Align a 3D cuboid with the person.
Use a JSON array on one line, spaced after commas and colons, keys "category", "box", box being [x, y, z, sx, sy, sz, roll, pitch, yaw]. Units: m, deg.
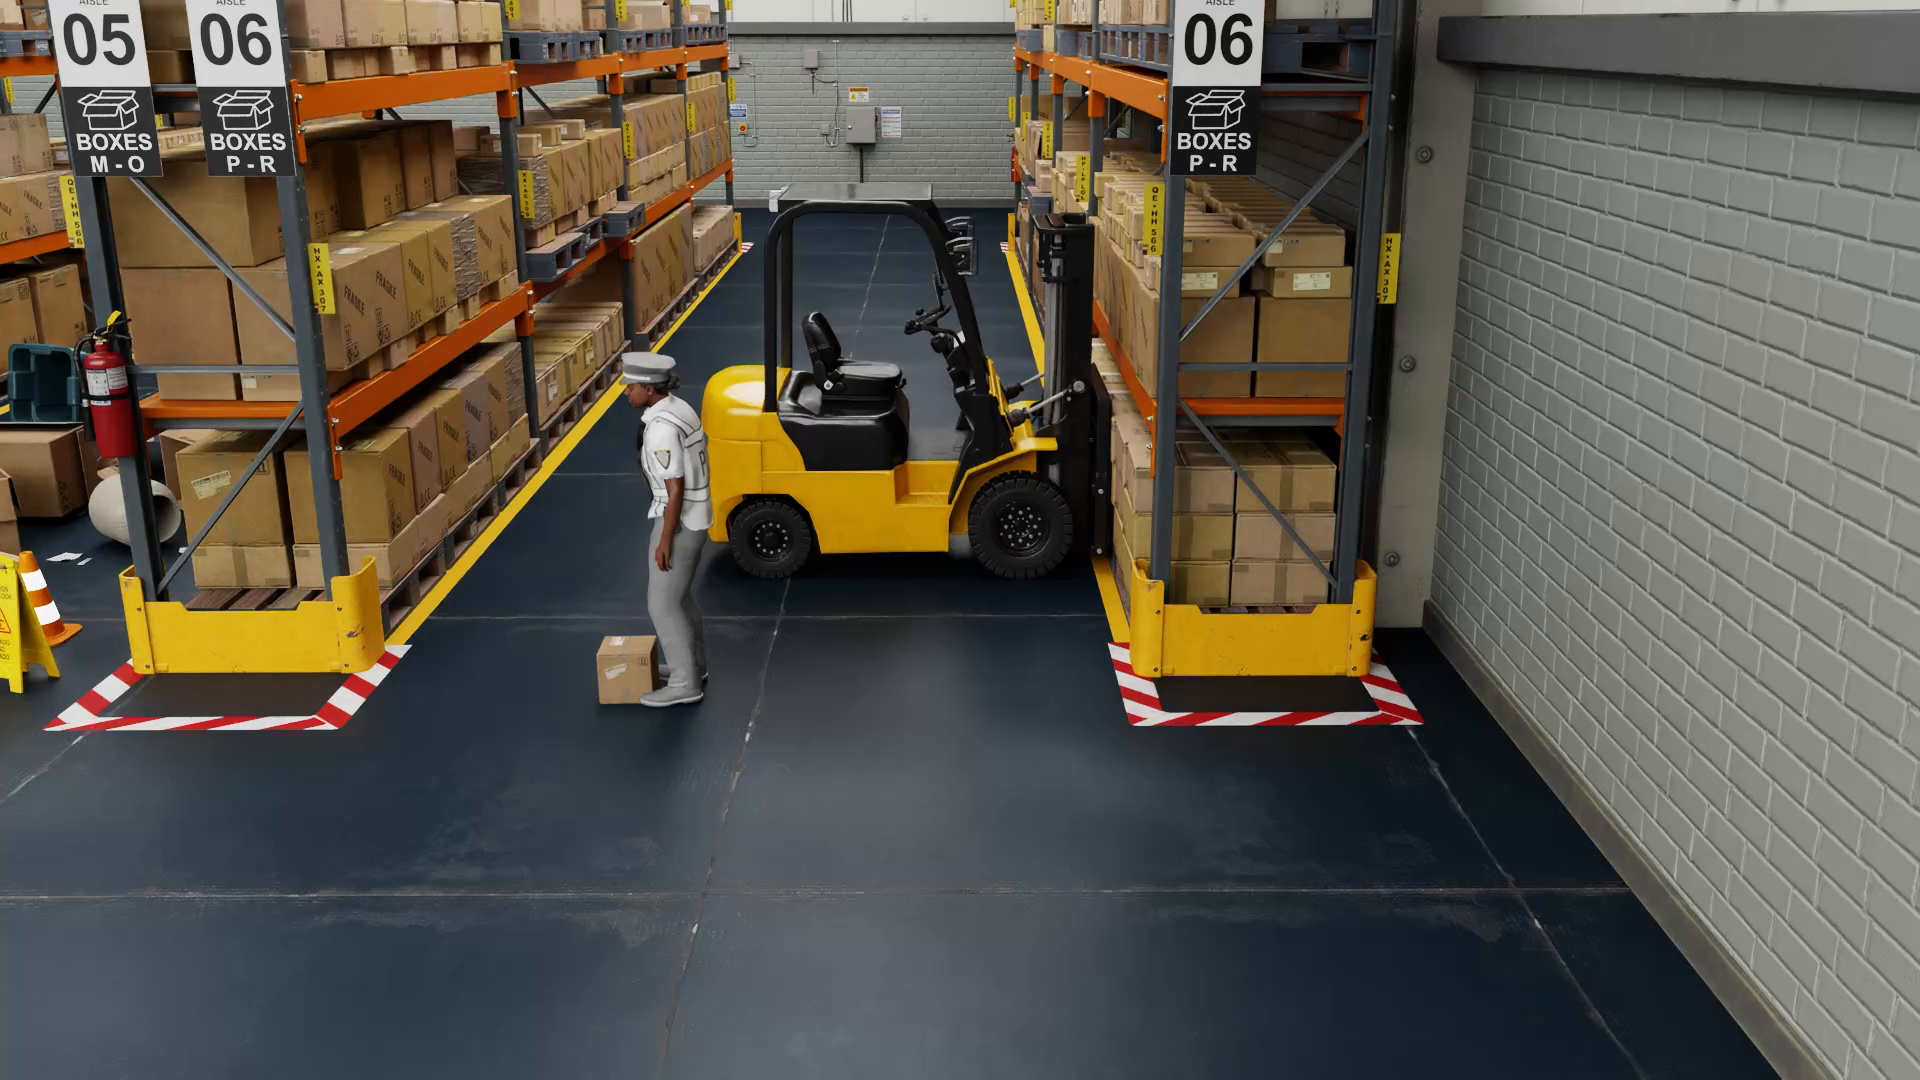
[{"category": "person", "box": [-1.343, -0.058, 7.737, 0.395, 1.658, 0.522, -1, 17, -4]}]
